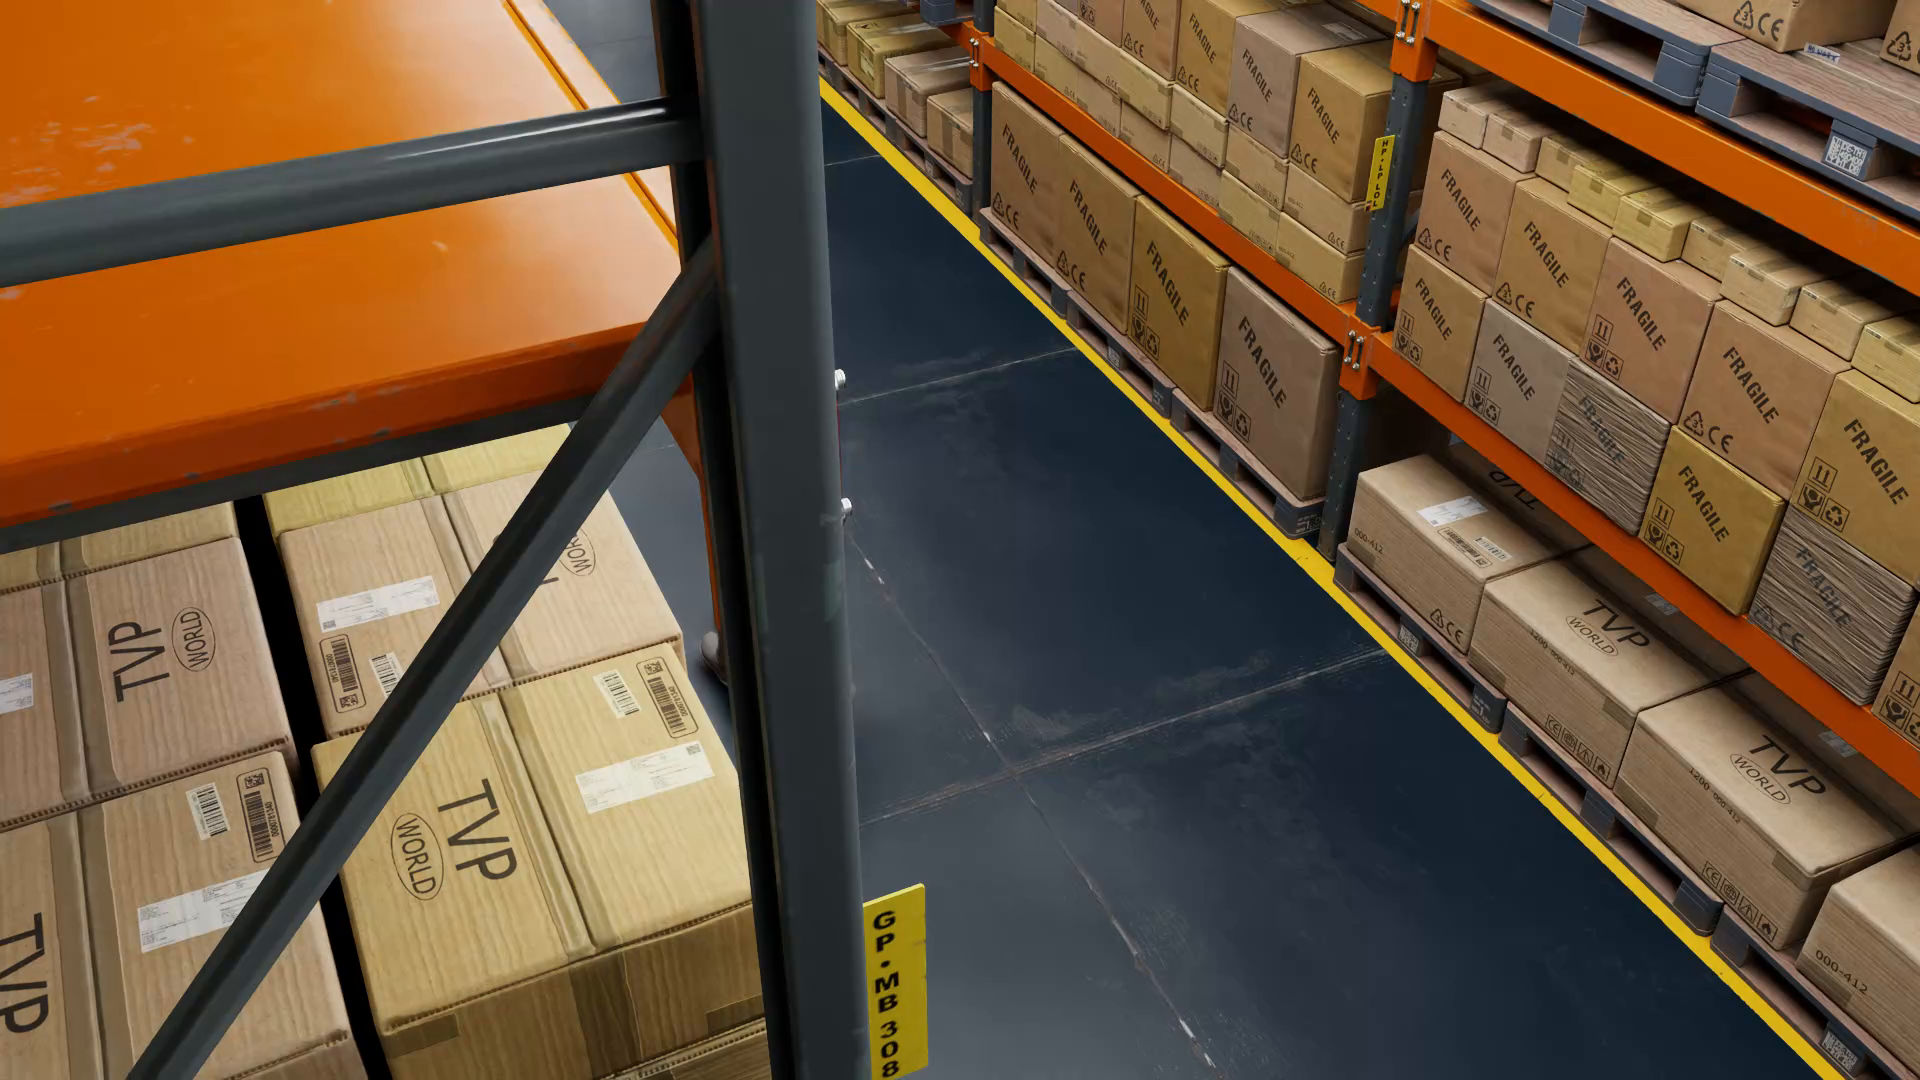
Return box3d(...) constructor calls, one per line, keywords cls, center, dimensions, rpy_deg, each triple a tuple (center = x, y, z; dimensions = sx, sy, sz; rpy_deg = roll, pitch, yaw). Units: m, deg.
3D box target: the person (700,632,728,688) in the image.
box3d(cls="person", center=(-0.850, -0.088, 6.973), dimensions=(0.545, 1.724, 0.606), rpy_deg=(-20, 42, -25))
